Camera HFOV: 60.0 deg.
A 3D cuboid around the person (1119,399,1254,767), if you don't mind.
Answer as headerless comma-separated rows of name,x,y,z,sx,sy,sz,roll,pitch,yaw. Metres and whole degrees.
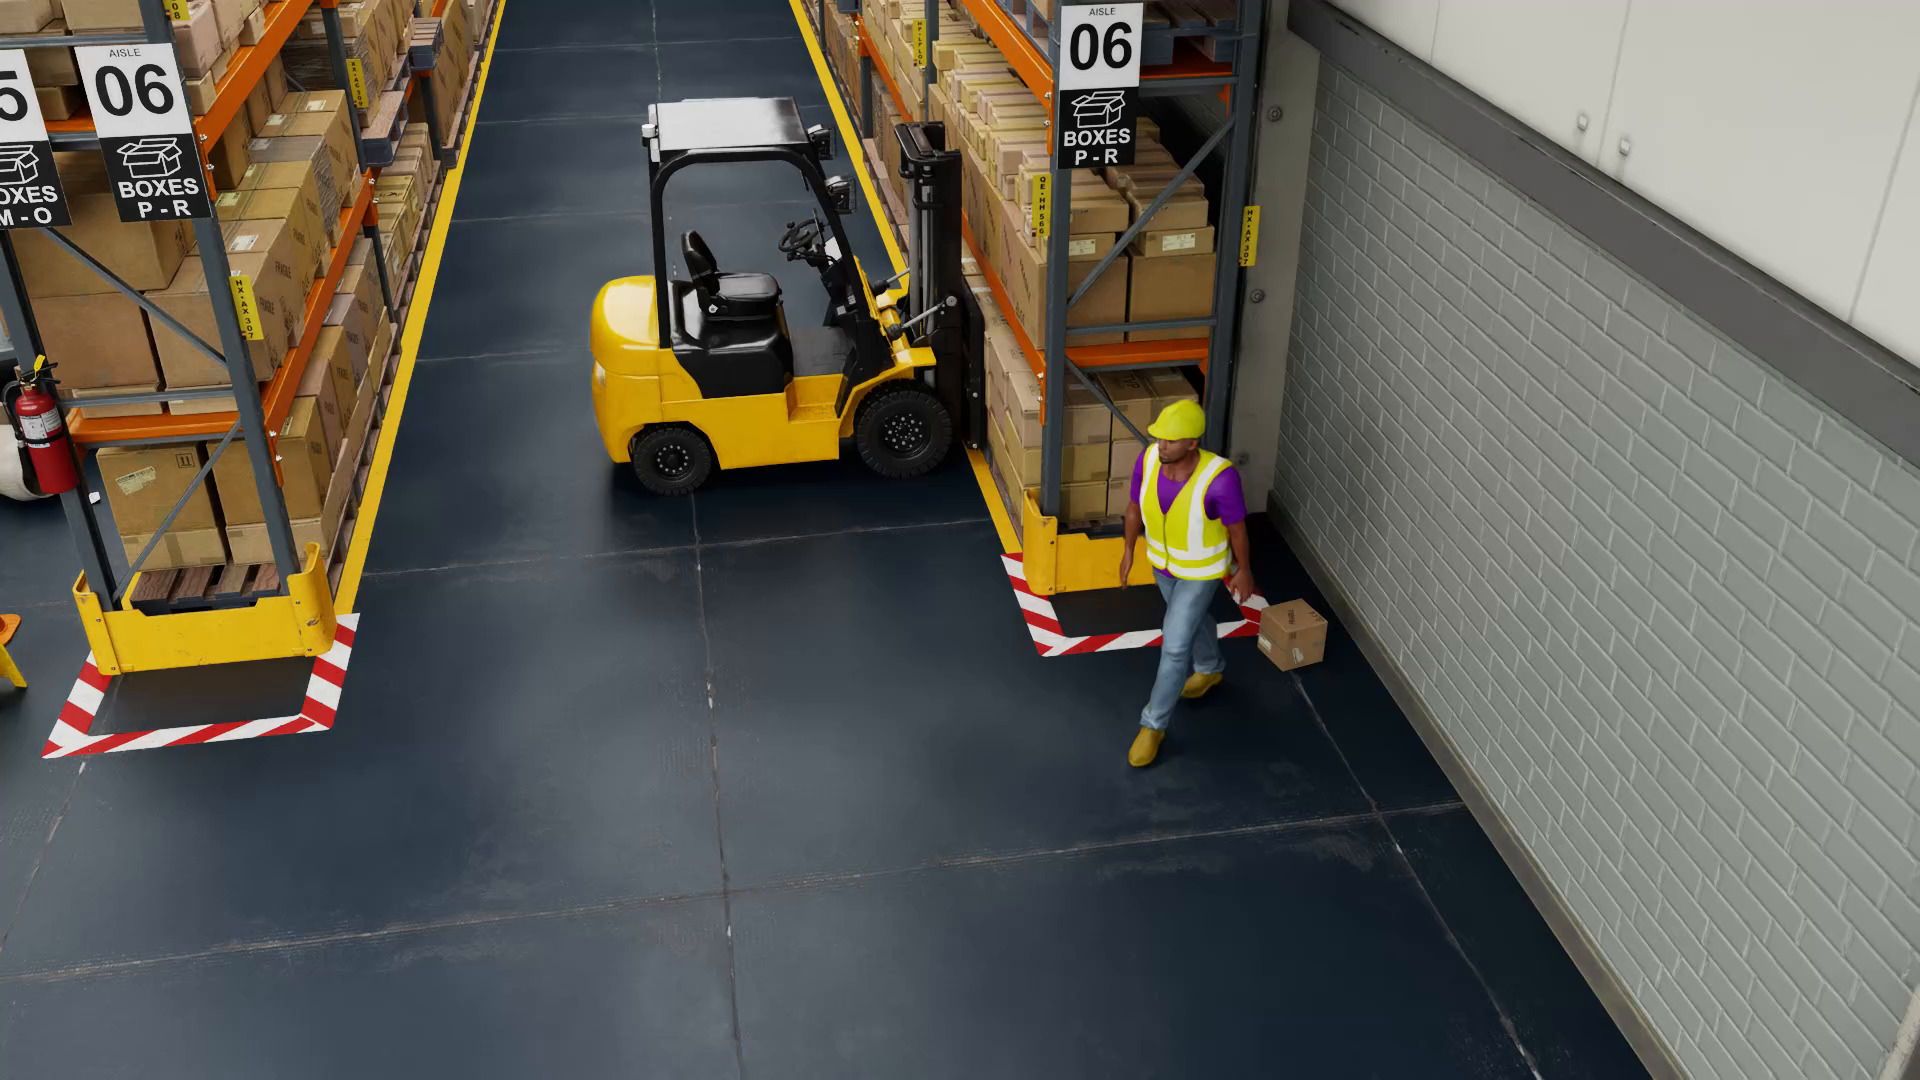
person,1.027,0.120,7.904,0.878,1.735,0.601,-25,38,-35
